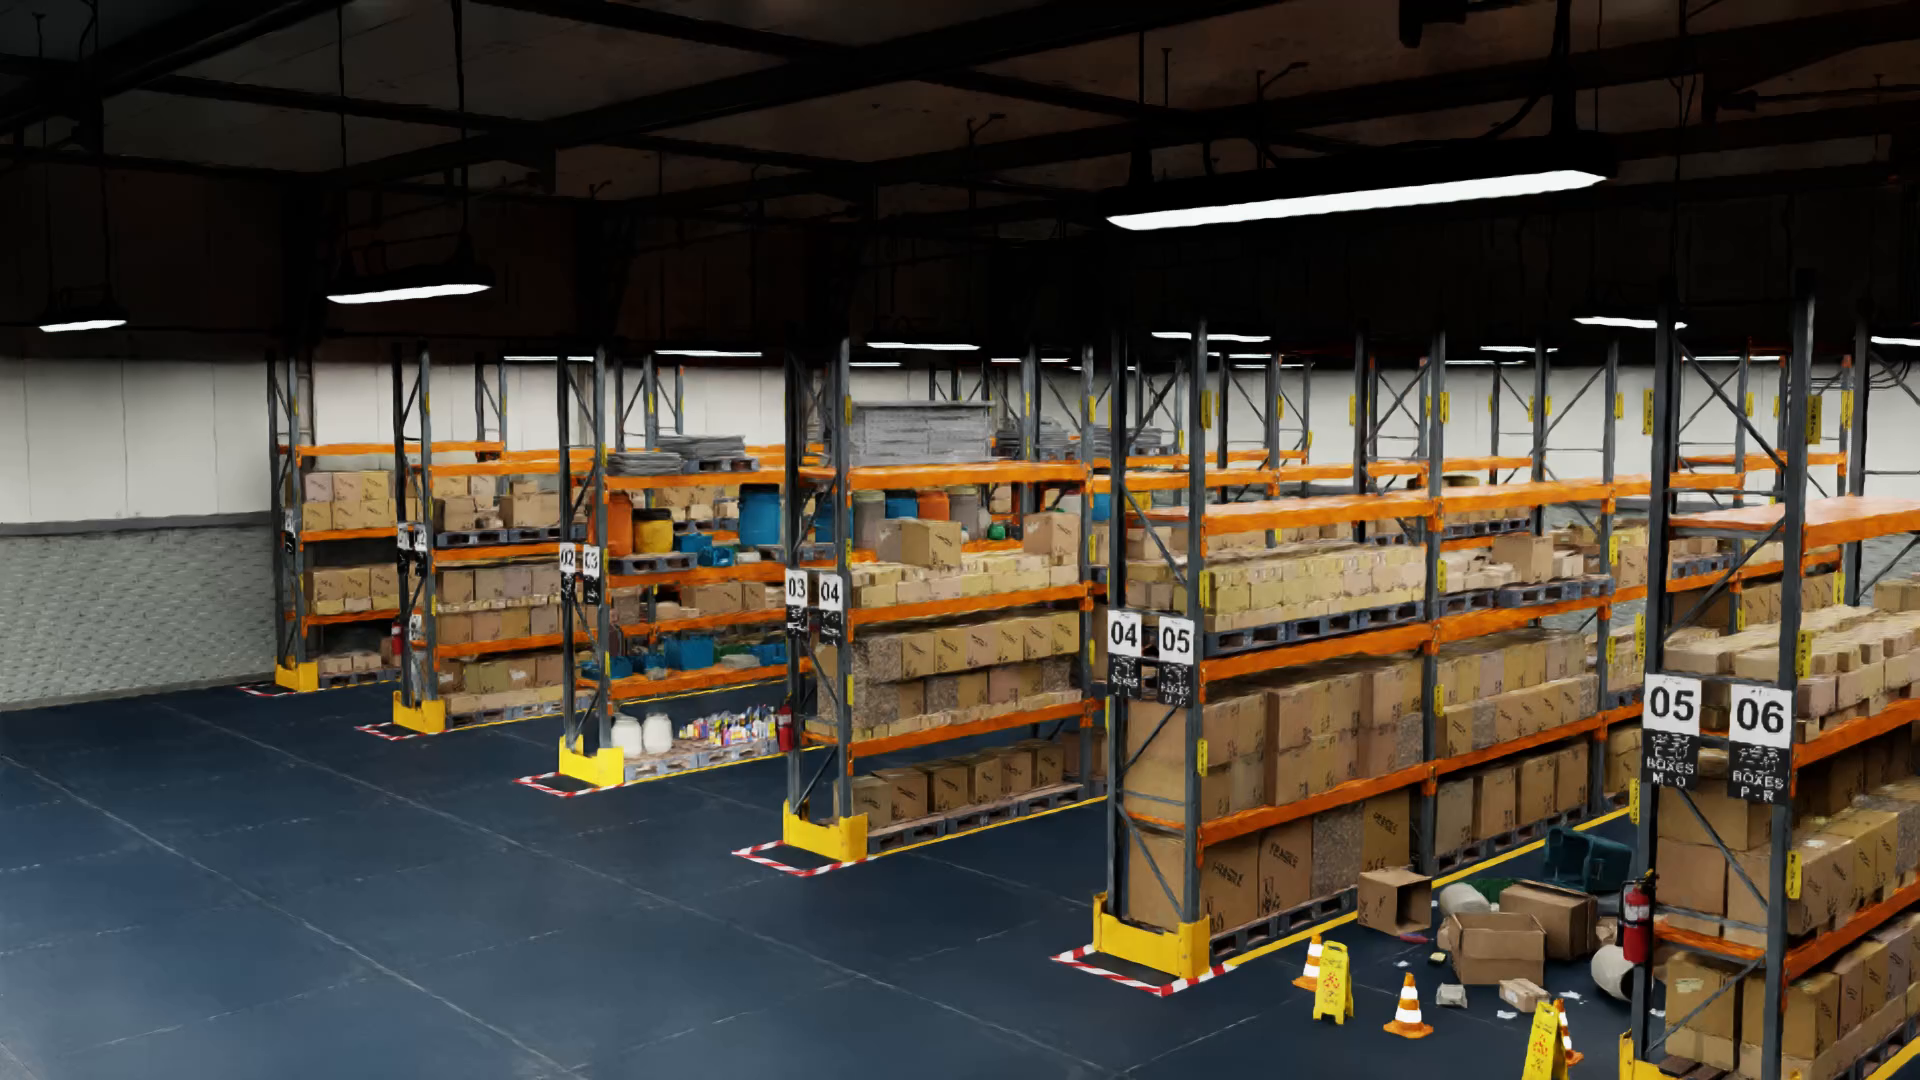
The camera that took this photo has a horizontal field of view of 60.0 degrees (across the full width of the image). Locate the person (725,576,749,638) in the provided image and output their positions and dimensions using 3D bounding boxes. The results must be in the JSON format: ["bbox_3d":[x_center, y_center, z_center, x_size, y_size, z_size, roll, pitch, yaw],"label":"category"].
[{"bbox_3d":[-4.365,1.503,32.730,0.682,1.676,0.535,5,7,44],"label":"person"}]

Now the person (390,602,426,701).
[{"bbox_3d":[-9.277,1.861,28.303,0.697,1.695,0.831,3,6,27],"label":"person"}]

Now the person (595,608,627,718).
[{"bbox_3d":[-5.583,1.973,26.628,0.517,1.779,0.634,2,5,20],"label":"person"}]
